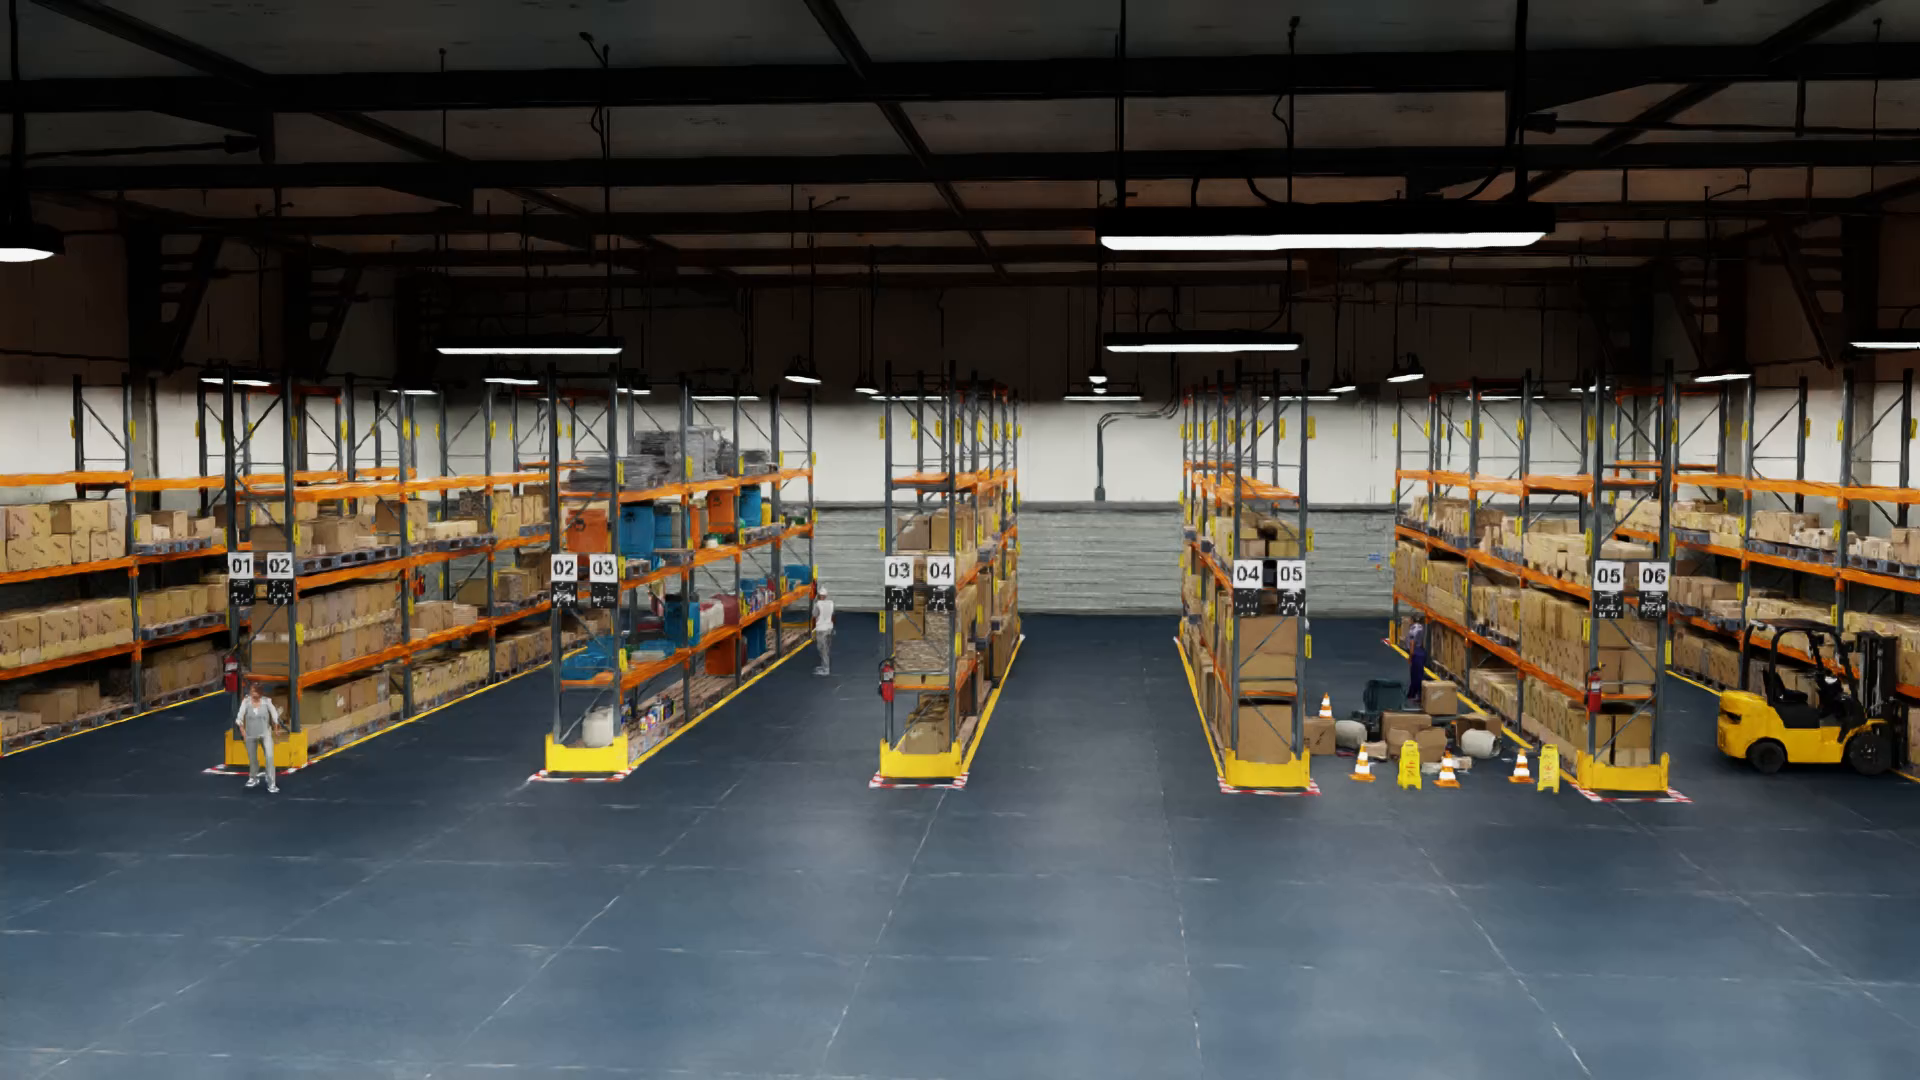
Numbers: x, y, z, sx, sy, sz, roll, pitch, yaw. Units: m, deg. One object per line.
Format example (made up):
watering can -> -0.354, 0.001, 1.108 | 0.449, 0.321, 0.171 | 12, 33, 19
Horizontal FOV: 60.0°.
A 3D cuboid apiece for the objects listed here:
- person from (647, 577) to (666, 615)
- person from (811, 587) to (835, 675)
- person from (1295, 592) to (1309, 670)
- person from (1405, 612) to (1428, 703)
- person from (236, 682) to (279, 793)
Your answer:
person -> -7.755, 1.400, 42.435 | 0.470, 1.588, 1.081 | 0, 4, -4
person -> -2.833, 1.847, 34.189 | 0.583, 1.782, 0.662 | 3, 5, 36
person -> 7.064, 1.870, 34.772 | 0.459, 1.677, 0.525 | 3, 5, 35
person -> 8.391, 2.150, 30.711 | 0.567, 1.641, 0.611 | 2, 4, 28
person -> -9.732, 2.760, 23.104 | 0.554, 1.416, 0.785 | -1, 4, -13
